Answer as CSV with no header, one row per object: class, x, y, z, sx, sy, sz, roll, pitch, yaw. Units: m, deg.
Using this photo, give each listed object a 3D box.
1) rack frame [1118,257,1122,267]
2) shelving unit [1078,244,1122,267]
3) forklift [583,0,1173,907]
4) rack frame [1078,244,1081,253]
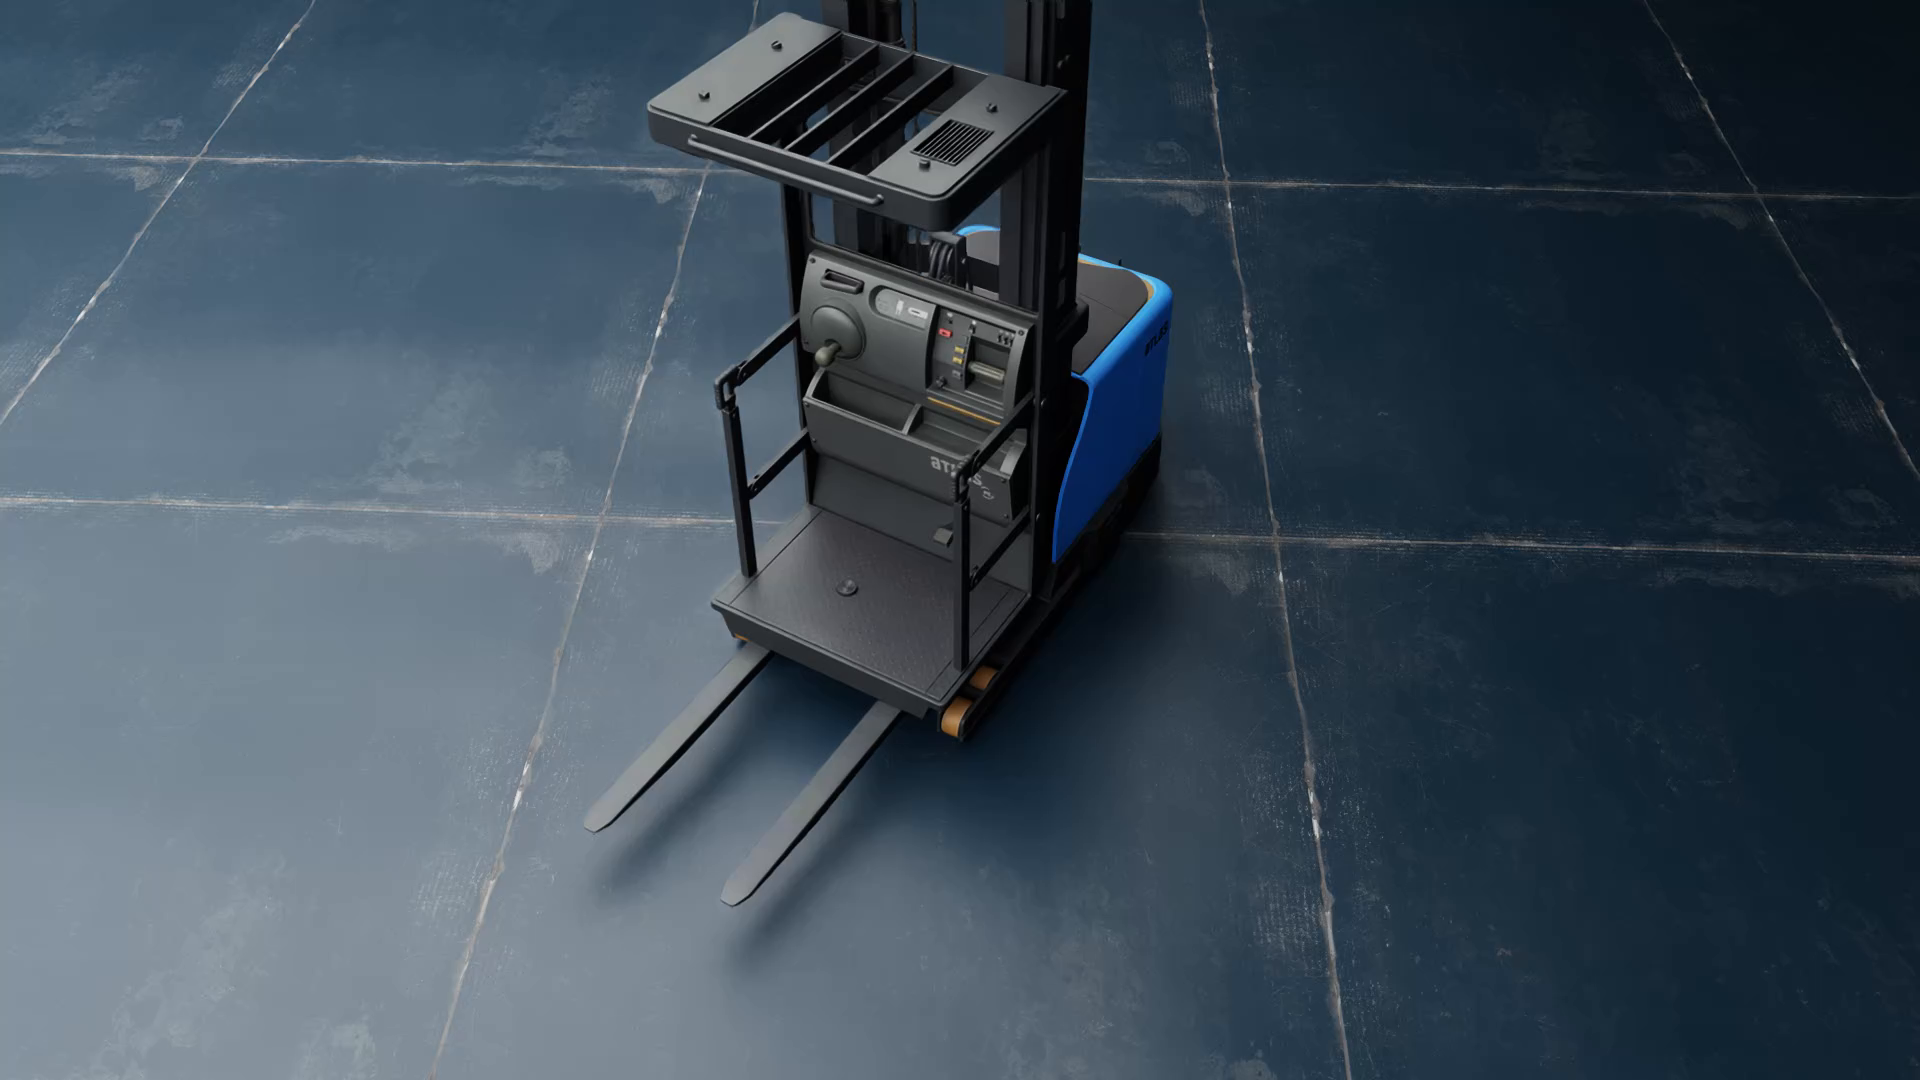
rack frame,0.655,-0.855,7.593,0.006,0.900,0.240,21,47,21
shelving unit,0.567,-0.889,7.630,0.210,0.900,0.258,21,47,21
forklift,-0.284,-0.661,5.895,1.130,2.935,3.031,22,47,22
rack frame,0.478,-0.923,7.666,0.006,0.900,0.240,21,47,21
